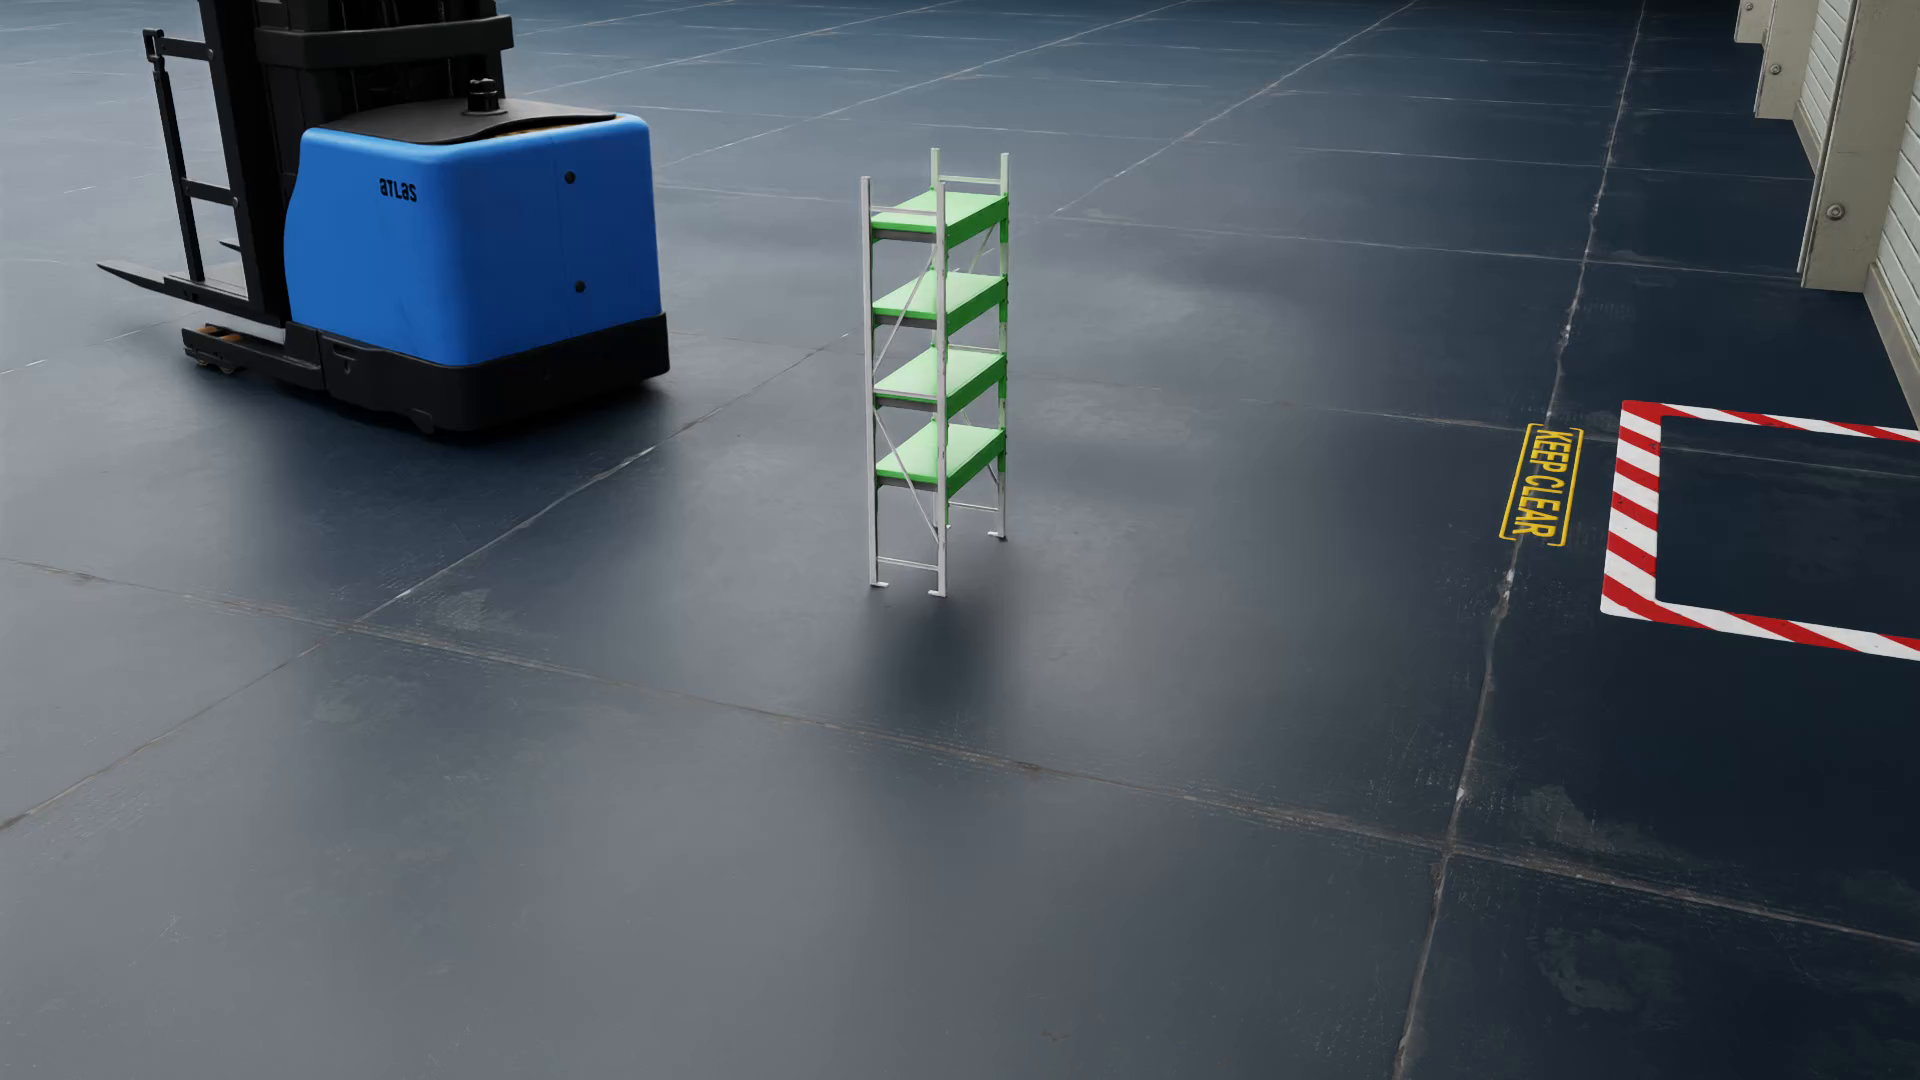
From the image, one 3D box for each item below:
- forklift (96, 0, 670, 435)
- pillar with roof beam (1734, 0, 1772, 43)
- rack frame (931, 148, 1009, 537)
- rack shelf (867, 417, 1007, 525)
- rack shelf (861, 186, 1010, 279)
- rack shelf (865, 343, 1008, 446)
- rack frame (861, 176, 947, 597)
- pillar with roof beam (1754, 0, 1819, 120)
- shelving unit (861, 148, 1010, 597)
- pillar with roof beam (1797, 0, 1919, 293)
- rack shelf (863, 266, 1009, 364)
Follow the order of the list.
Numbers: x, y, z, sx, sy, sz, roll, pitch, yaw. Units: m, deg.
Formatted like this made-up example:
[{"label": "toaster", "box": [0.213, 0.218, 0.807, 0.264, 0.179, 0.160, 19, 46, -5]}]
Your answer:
[{"label": "forklift", "box": [-2.642, -2.181, 6.668, 3.031, 2.935, 1.130, 17, 28, 35]}, {"label": "pillar with roof beam", "box": [4.853, -10.364, 18.387, 9.100, 9.000, 0.400, 9, 24, 20]}, {"label": "rack frame", "box": [0.029, -0.582, 5.086, 0.240, 1.200, 0.015, 9, 24, 20]}, {"label": "rack shelf", "box": [-0.061, -0.214, 4.994, 0.258, 0.148, 0.480, 9, 24, 20]}, {"label": "rack shelf", "box": [-0.061, -0.878, 4.717, 0.258, 0.148, 0.480, 9, 24, 20]}, {"label": "rack shelf", "box": [-0.061, -0.435, 4.902, 0.258, 0.148, 0.480, 9, 24, 20]}, {"label": "rack frame", "box": [-0.152, -0.407, 4.668, 0.240, 1.200, 0.015, 9, 24, 20]}, {"label": "pillar with roof beam", "box": [2.624, -8.217, 13.246, 9.100, 9.000, 0.400, 9, 24, 20]}, {"label": "shelving unit", "box": [-0.061, -0.494, 4.877, 0.258, 1.200, 0.503, 9, 24, 20]}, {"label": "pillar with roof beam", "box": [0.395, -6.070, 8.106, 9.100, 9.000, 0.400, 9, 24, 20]}, {"label": "rack shelf", "box": [-0.061, -0.657, 4.809, 0.258, 0.148, 0.480, 9, 24, 20]}]
